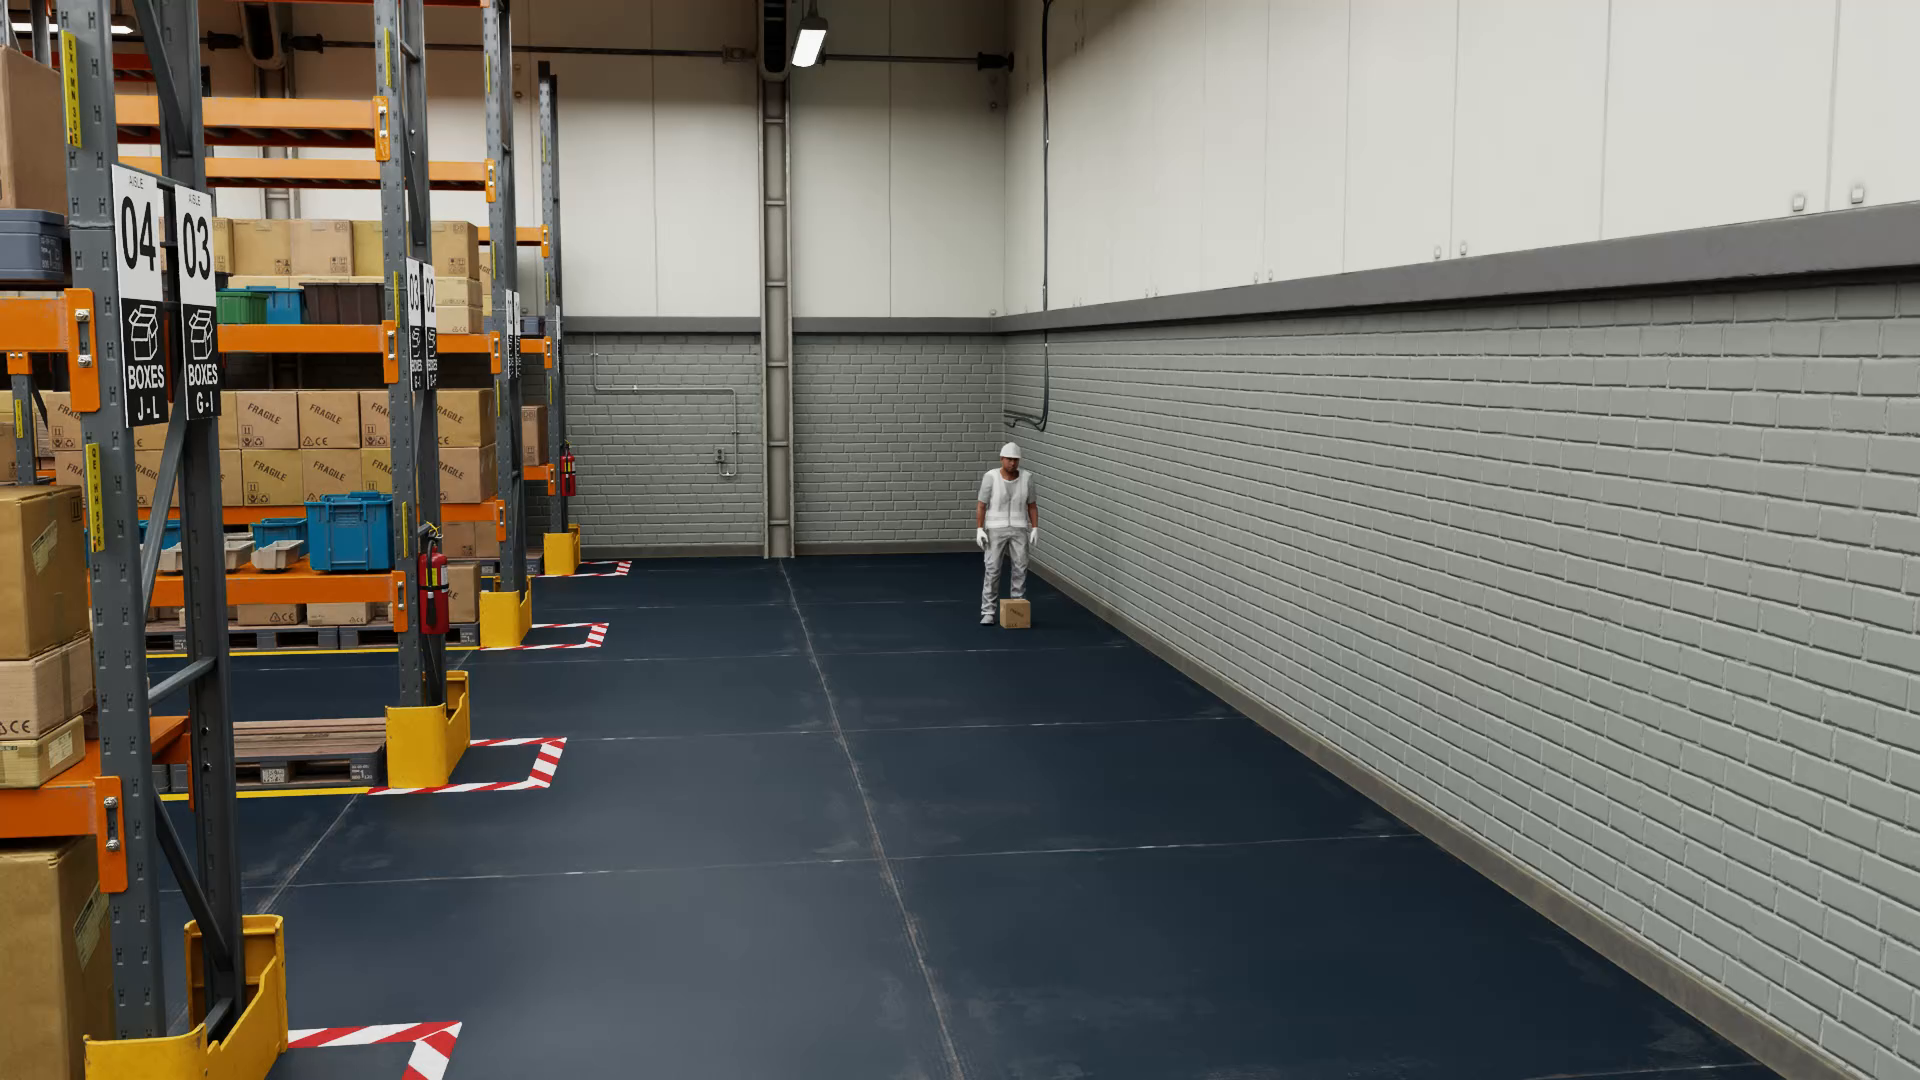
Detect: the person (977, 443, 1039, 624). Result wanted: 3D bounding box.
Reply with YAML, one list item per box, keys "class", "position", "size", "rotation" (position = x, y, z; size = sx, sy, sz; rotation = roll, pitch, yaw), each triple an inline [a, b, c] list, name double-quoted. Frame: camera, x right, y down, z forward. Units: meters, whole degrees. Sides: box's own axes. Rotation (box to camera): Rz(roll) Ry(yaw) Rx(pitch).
- class: "person"
  position: [0.465, -0.067, 16.260]
  size: [0.616, 1.774, 0.449]
  rotation: [-1, 6, -9]
